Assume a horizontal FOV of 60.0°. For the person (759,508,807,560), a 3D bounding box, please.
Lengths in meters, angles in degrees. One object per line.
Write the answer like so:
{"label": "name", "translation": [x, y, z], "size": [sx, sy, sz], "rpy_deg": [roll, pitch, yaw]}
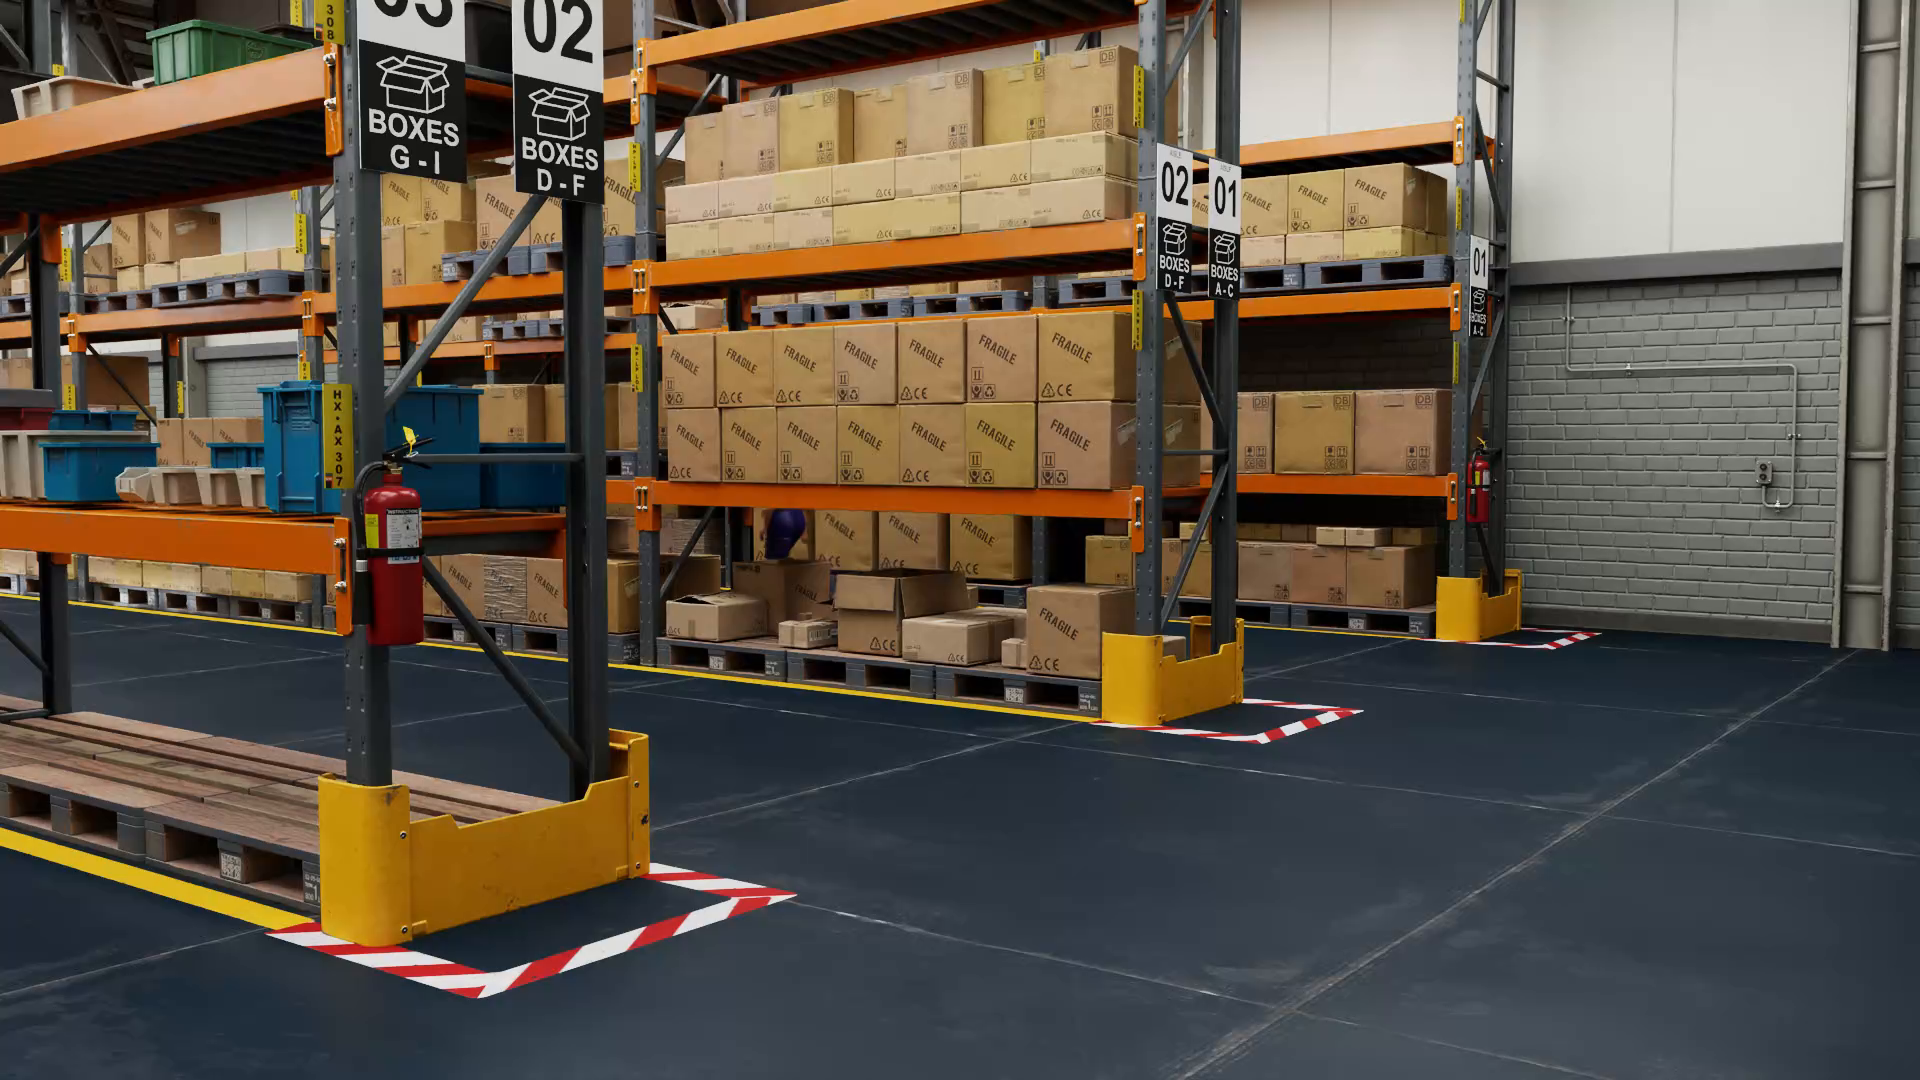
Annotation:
{"label": "person", "translation": [-1.564, -0.137, 15.118], "size": [0.877, 1.594, 0.482], "rpy_deg": [2, 4, 26]}
